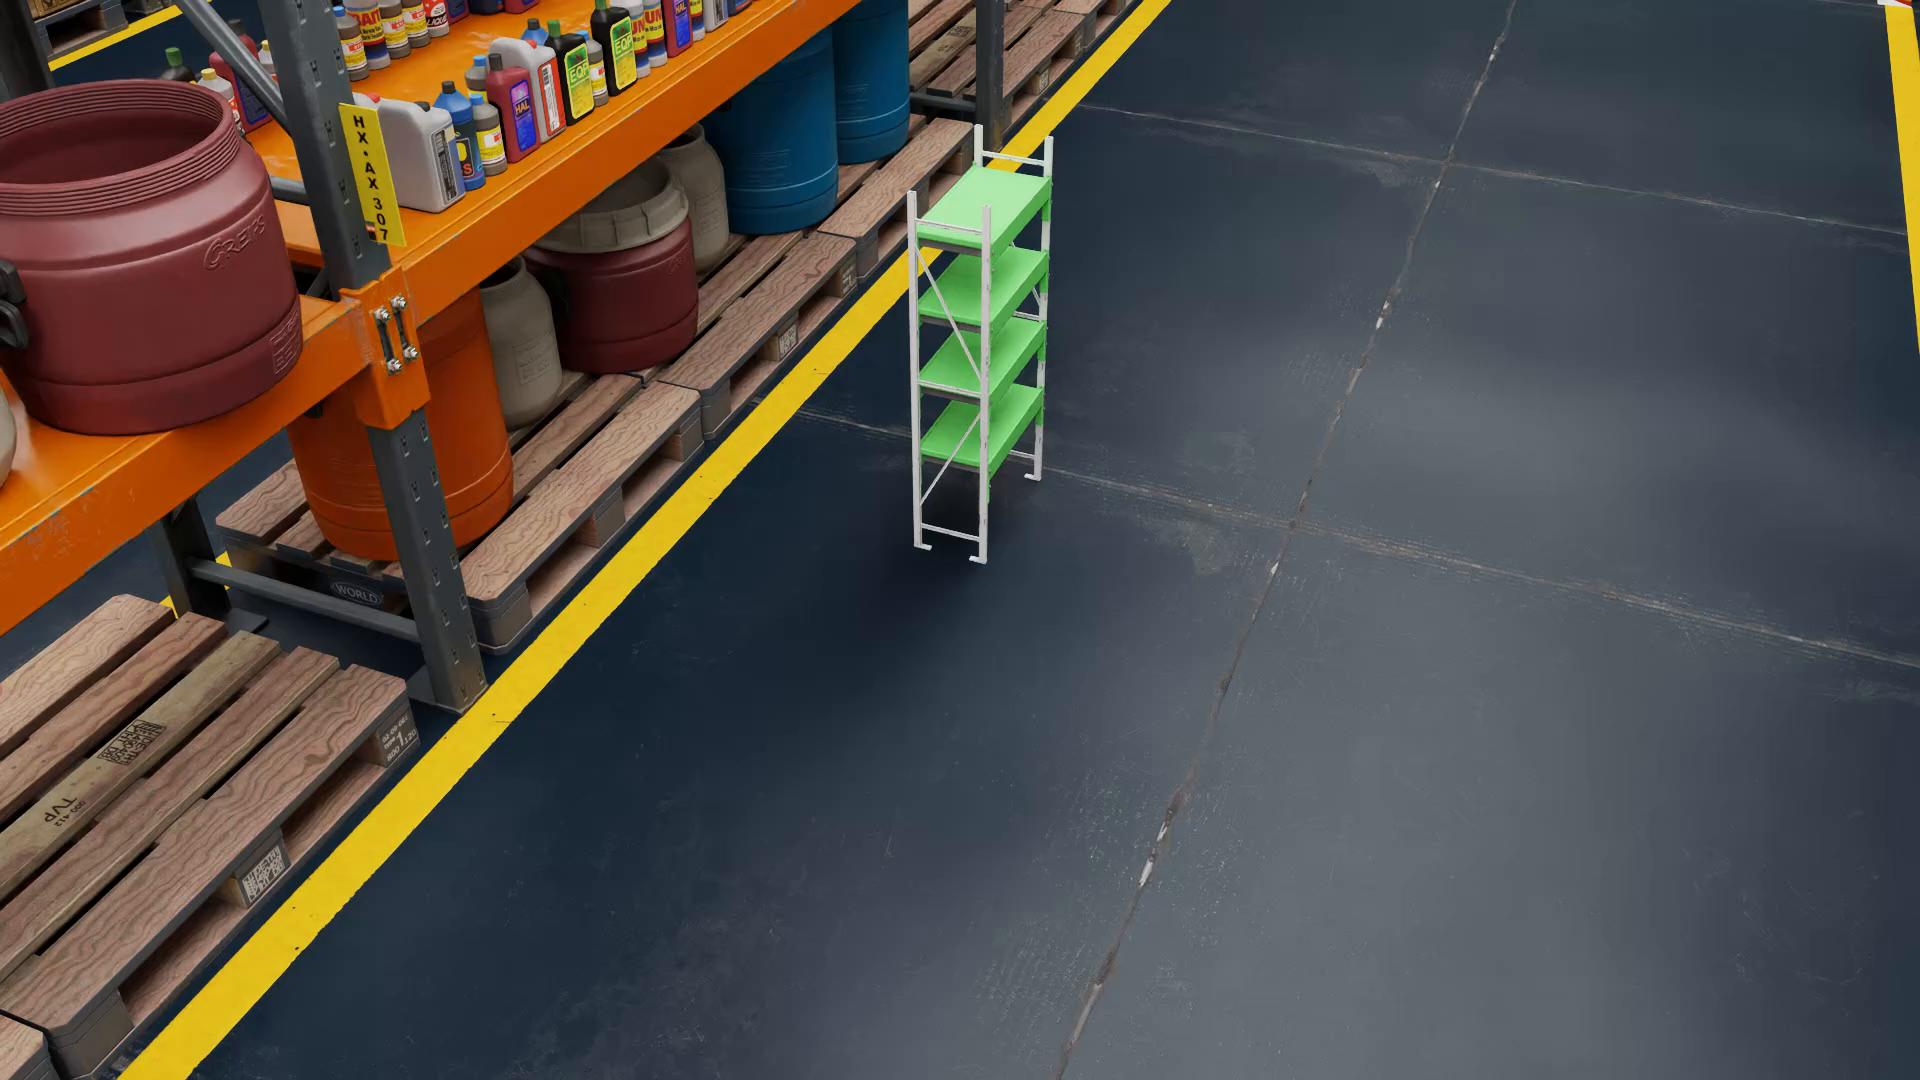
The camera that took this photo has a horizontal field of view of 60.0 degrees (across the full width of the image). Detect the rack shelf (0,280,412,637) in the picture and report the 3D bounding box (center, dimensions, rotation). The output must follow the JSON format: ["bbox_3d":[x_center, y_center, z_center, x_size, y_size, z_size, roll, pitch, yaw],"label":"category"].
[{"bbox_3d":[-2.574,0.535,2.630,1.077,0.370,4.000,14,39,18],"label":"rack shelf"}]

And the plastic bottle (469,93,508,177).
[{"bbox_3d":[-1.242,-1.059,4.327,0.097,0.201,0.097,0,37,0],"label":"plastic bottle"}]

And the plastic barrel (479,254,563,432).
[{"bbox_3d":[-1.510,-0.640,5.328,0.421,0.512,0.421,0,37,0],"label":"plastic barrel"}]

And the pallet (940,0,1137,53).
[{"bbox_3d":[0.416,-3.052,9.157,1.003,0.211,1.213,14,39,18],"label":"pallet"}]

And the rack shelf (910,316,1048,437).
[{"bbox_3d":[0.063,-0.521,5.052,0.258,0.148,0.480,14,39,18],"label":"rack shelf"}]

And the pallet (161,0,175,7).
[{"bbox_3d":[-4.608,-3.469,9.715,1.003,0.211,1.213,14,39,18],"label":"pallet"}]

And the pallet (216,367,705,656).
[{"bbox_3d":[-1.551,-0.190,5.328,1.003,0.211,1.213,14,39,18],"label":"pallet"}]

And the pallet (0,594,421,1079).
[{"bbox_3d":[-2.143,0.676,4.169,1.003,0.211,1.213,14,39,18],"label":"pallet"}]

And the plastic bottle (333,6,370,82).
[{"bbox_3d":[-1.793,-1.452,4.853,0.097,0.201,0.097,0,37,0],"label":"plastic bottle"}]

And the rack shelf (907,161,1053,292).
[{"bbox_3d":[0.063,-0.906,4.764,0.258,0.148,0.480,14,39,18],"label":"rack shelf"}]

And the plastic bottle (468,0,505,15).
[{"bbox_3d":[-1.519,-1.874,5.293,0.144,0.351,0.185,14,39,18],"label":"plastic bottle"}]

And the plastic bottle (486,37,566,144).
[{"bbox_3d":[-1.173,-1.233,4.498,0.152,0.276,0.135,14,39,18],"label":"plastic bottle"}]

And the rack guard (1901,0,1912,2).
[{"bbox_3d":[5.821,-3.174,9.079,1.175,0.500,0.348,14,39,18],"label":"rack guard"}]

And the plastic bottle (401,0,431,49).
[{"bbox_3d":[-1.682,-1.613,5.069,0.097,0.201,0.097,0,37,0],"label":"plastic bottle"}]

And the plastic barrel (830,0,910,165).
[{"bbox_3d":[-0.513,-2.106,6.964,0.600,0.901,0.708,14,39,18],"label":"plastic barrel"}]

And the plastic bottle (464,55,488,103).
[{"bbox_3d":[-1.295,-1.222,4.545,0.097,0.201,0.097,0,37,0],"label":"plastic bottle"}]

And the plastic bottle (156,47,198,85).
[{"bbox_3d":[-2.053,-1.135,4.361,0.061,0.283,0.133,14,39,18],"label":"plastic bottle"}]

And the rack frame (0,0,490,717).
[{"bbox_3d":[-1.813,-0.861,3.896,1.000,3.000,0.127,14,39,18],"label":"rack frame"}]

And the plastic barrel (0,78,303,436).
[{"bbox_3d":[-1.709,-0.589,3.420,0.600,0.536,0.708,14,39,18],"label":"plastic barrel"}]

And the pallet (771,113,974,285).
[{"bbox_3d":[-0.623,-1.541,7.135,1.003,0.211,1.213,14,39,18],"label":"pallet"}]

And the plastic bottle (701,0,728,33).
[{"bbox_3d":[-0.821,-1.745,5.183,0.152,0.276,0.135,14,39,18],"label":"plastic bottle"}]

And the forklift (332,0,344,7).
[{"bbox_3d":[-2.400,-3.340,7.271,1.130,2.935,3.031,19,41,23],"label":"forklift"}]

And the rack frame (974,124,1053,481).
[{"bbox_3d":[0.156,-0.707,5.194,0.240,1.200,0.015,14,39,18],"label":"rack frame"}]

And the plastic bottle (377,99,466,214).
[{"bbox_3d":[-1.349,-0.977,4.155,0.152,0.276,0.135,14,39,18],"label":"plastic bottle"}]

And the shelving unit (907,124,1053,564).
[{"bbox_3d":[0.063,-0.572,5.013,0.258,1.200,0.503,14,39,18],"label":"shelving unit"}]

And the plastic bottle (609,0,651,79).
[{"bbox_3d":[-0.965,-1.491,4.847,0.097,0.271,0.097,0,37,0],"label":"plastic bottle"}]

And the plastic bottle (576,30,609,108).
[{"bbox_3d":[-1.053,-1.335,4.697,0.097,0.201,0.097,0,37,0],"label":"plastic bottle"}]

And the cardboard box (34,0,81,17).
[{"bbox_3d":[-4.793,-3.042,8.535,0.500,0.500,0.500,14,39,17],"label":"cardboard box"}]

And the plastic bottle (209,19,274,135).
[{"bbox_3d":[-1.965,-1.263,4.532,0.061,0.283,0.133,14,39,18],"label":"plastic bottle"}]

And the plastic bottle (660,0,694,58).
[{"bbox_3d":[-0.867,-1.609,4.995,0.061,0.283,0.133,14,39,18],"label":"plastic bottle"}]

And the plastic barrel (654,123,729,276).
[{"bbox_3d":[-1.080,-1.266,6.165,0.421,0.512,0.421,0,37,0],"label":"plastic barrel"}]

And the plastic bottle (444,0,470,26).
[{"bbox_3d":[-1.618,-1.768,5.208,0.061,0.283,0.133,14,39,18],"label":"plastic bottle"}]
